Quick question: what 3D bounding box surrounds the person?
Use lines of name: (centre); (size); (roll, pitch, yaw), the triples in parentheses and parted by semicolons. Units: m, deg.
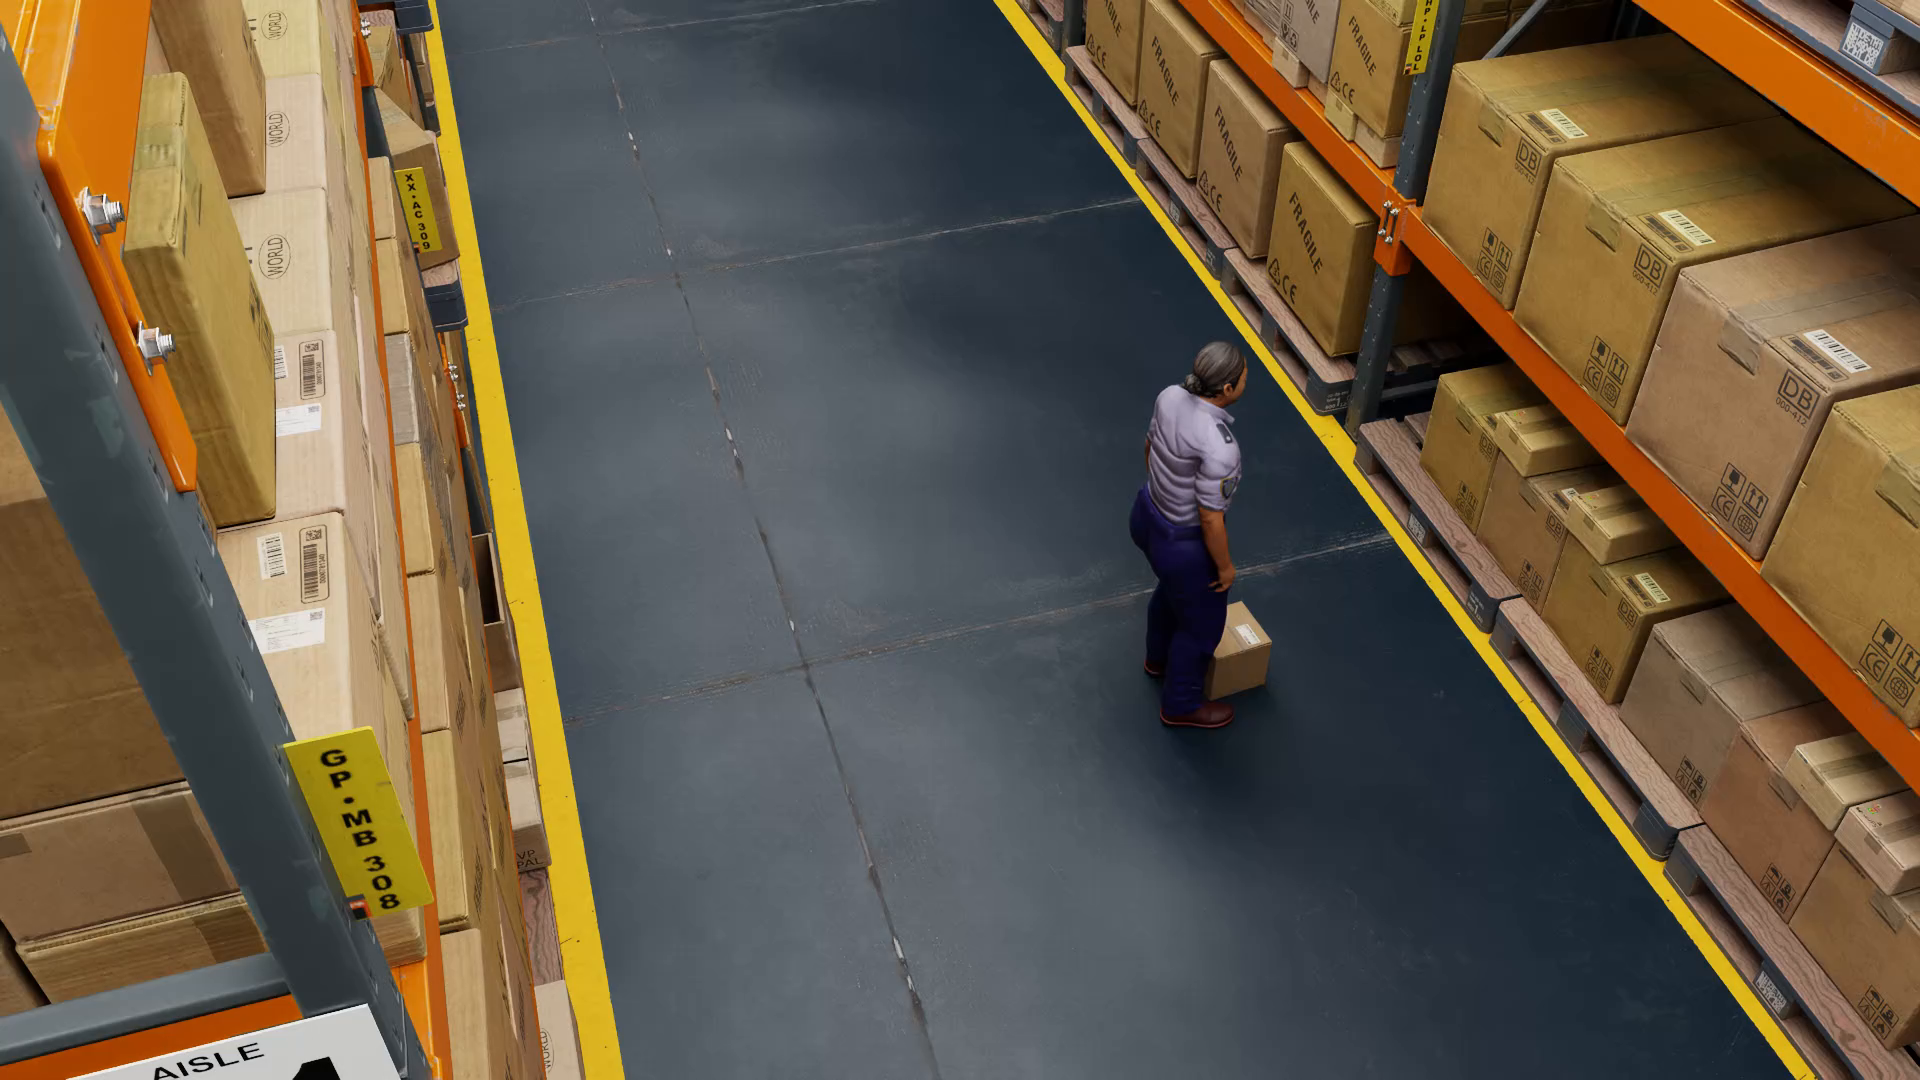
person: (0.873, -0.026, 6.194); (0.419, 1.652, 0.564); (-14, 44, -15)
